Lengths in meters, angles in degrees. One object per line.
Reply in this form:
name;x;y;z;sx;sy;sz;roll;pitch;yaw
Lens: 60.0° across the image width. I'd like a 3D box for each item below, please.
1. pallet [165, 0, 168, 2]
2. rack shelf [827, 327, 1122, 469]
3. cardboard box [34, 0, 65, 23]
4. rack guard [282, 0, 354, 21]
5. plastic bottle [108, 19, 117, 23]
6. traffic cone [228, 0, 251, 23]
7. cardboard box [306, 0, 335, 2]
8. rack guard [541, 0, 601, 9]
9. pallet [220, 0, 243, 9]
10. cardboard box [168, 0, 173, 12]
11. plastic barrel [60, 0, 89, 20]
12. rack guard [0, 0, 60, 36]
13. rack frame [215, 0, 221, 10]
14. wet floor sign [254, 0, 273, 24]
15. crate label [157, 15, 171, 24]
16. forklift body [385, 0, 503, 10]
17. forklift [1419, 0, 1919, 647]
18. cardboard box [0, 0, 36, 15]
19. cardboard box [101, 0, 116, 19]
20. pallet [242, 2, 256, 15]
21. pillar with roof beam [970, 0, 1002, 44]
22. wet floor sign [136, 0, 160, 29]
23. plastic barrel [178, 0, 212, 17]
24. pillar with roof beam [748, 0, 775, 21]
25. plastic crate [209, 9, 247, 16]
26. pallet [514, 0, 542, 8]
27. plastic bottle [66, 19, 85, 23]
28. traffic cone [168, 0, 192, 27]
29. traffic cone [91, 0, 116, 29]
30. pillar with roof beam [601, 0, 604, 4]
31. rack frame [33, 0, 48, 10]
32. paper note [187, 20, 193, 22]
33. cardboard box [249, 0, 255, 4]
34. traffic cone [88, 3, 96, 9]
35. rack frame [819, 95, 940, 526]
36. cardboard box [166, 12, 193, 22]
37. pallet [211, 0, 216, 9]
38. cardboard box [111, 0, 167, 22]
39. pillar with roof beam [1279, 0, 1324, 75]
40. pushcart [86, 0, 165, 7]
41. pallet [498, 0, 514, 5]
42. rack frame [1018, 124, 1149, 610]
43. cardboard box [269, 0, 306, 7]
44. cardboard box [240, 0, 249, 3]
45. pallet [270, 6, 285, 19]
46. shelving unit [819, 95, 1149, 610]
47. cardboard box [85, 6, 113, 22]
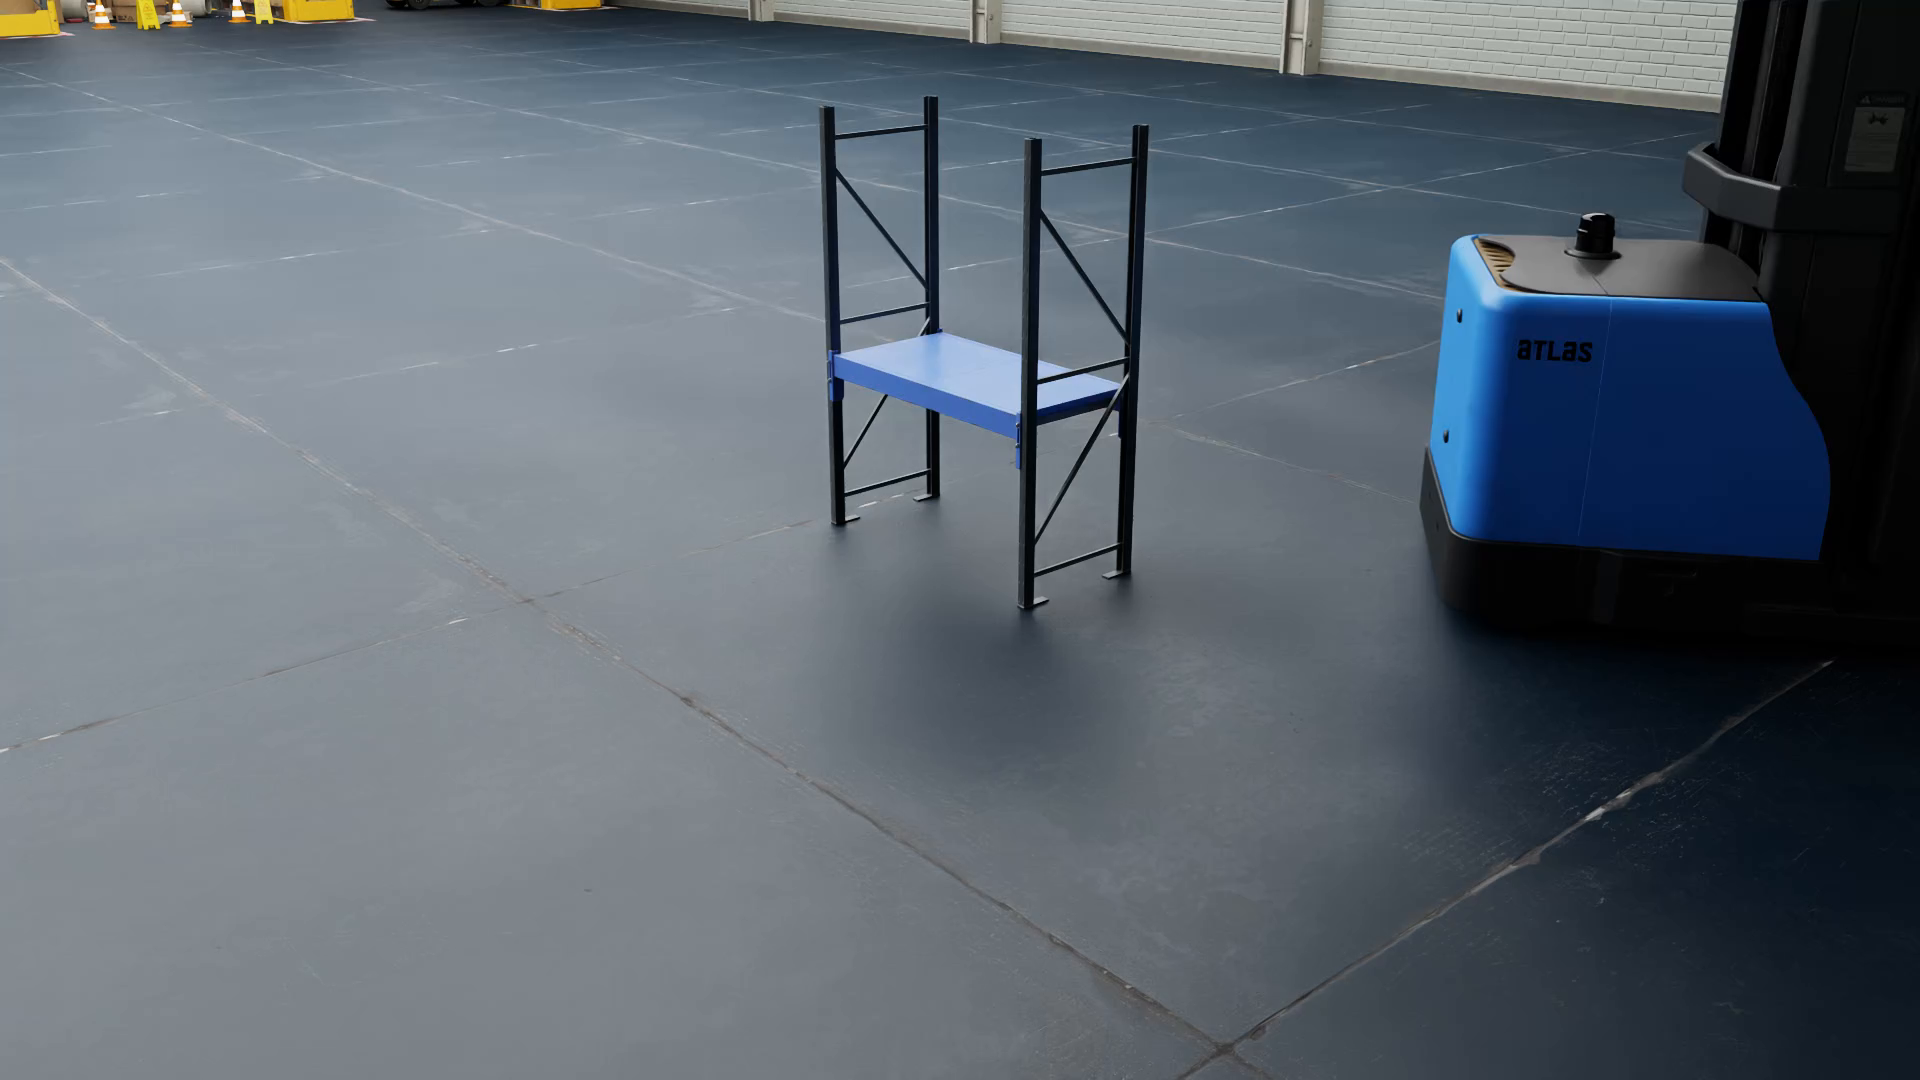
pallet;-16.141;-11.409;34.822;1.003;0.211;1.213;-17;27;-37
rack shelf;0.056;-0.507;5.716;0.538;0.185;1.000;-17;27;-37
cardboard box;-15.932;-9.264;28.949;0.500;0.500;0.500;-12;25;-28
rack guard;-11.478;-9.570;29.732;1.175;0.500;0.348;-17;27;-37
plastic bottle;-14.899;-9.088;29.104;0.283;0.061;0.133;12;24;27
traffic cone;-12.686;-9.343;29.205;0.336;0.463;0.334;-17;27;-37
cardboard box;-11.745;-9.917;30.385;0.500;0.250;0.500;-18;28;-38
rack guard;-7.655;-10.725;32.681;1.175;0.500;0.348;-17;27;-37
pallet;-13.574;-10.343;32.101;1.003;0.211;1.213;-17;27;-37
cardboard box;-14.371;-10.035;30.917;0.500;0.500;0.500;0;21;-1
plastic barrel;-15.821;-9.464;29.566;0.512;0.421;0.421;0;21;-1
rack guard;-15.097;-8.336;26.582;1.175;0.500;0.348;-17;27;-37
rack frame;-14.039;-11.818;32.044;1.000;3.000;0.127;-17;27;-37
wet floor sign;-12.115;-9.309;28.868;0.267;0.644;0.232;-8;23;-19
crate label;-13.865;-9.036;28.866;0.298;0.136;0.250;7;23;18
forklift body;-10.290;-11.590;32.626;2.313;2.155;1.214;-17;27;-37
forklift;3.100;-1.168;4.946;3.031;2.935;1.130;4;22;9
cardboard box;-15.605;-8.884;26.892;0.875;0.875;0.875;-17;27;-37
cardboard box;-15.109;-9.753;30.008;0.797;0.637;0.503;-17;27;-37
pallet;-12.773;-10.005;31.240;1.003;0.211;1.213;-17;27;-37
pillar with roof beam;-2.870;-10.756;21.106;9.100;9.000;0.400;-17;27;-37
wet floor sign;-13.593;-8.874;27.755;0.232;0.644;0.267;17;27;36
plastic barrel;-13.923;-9.724;30.229;0.512;0.421;0.421;0;21;-1
pillar with roof beam;-6.787;-12.413;25.338;9.100;9.000;0.400;-17;27;-37
plastic crate;-13.636;-9.830;30.971;0.583;0.080;0.402;12;24;27
pallet;-8.201;-10.799;33.265;1.003;0.211;1.213;-17;27;-37
plastic bottle;-15.470;-9.085;29.095;0.133;0.061;0.283;12;24;27
traffic cone;-13.305;-8.985;28.290;0.336;0.463;0.334;-17;27;-37
traffic cone;-14.383;-8.810;27.843;0.336;0.463;0.334;-17;27;-37
pillar with roof beam;-10.703;-14.071;29.571;9.100;9.000;0.400;-17;27;-37
rack frame;-15.112;-9.507;26.143;1.000;3.000;0.127;-17;27;-37
paper note;-13.553;-9.118;29.221;0.142;0.019;0.148;12;24;27
cardboard box;-12.838;-10.076;30.790;0.500;0.250;0.500;-19;28;-39
traffic cone;-16.856;-10.488;32.128;0.336;0.463;0.334;-17;27;-37
rack frame;-0.276;-0.815;6.009;0.500;1.500;0.032;-17;27;-37
cardboard box;-13.814;-9.267;29.439;0.380;0.149;0.250;-4;22;-10
pallet;-14.549;-10.734;33.101;1.003;0.211;1.213;-17;27;-37
cardboard box;-14.493;-9.433;29.378;0.637;0.503;0.797;3;22;9
pillar with roof beam;1.046;-9.098;16.873;9.100;9.000;0.400;-17;27;-37
pushcart;-15.734;-10.040;31.102;0.936;0.377;1.648;12;24;27
pallet;-8.993;-11.135;34.125;1.003;0.211;1.213;-17;27;-37
rack frame;0.388;-0.534;5.292;0.500;1.500;0.032;-17;27;-37
cardboard box;-12.175;-9.794;30.071;0.500;0.250;0.500;-18;27;-38
cardboard box;-13.153;-10.215;31.147;0.500;0.250;0.500;-18;28;-38
pallet;-11.981;-9.668;30.379;1.003;0.211;1.213;-17;27;-37
shelving unit;0.056;-0.675;5.650;0.538;1.500;1.048;-17;27;-37
cardboard box;-15.206;-9.302;29.370;0.396;0.266;0.258;-12;25;-28
